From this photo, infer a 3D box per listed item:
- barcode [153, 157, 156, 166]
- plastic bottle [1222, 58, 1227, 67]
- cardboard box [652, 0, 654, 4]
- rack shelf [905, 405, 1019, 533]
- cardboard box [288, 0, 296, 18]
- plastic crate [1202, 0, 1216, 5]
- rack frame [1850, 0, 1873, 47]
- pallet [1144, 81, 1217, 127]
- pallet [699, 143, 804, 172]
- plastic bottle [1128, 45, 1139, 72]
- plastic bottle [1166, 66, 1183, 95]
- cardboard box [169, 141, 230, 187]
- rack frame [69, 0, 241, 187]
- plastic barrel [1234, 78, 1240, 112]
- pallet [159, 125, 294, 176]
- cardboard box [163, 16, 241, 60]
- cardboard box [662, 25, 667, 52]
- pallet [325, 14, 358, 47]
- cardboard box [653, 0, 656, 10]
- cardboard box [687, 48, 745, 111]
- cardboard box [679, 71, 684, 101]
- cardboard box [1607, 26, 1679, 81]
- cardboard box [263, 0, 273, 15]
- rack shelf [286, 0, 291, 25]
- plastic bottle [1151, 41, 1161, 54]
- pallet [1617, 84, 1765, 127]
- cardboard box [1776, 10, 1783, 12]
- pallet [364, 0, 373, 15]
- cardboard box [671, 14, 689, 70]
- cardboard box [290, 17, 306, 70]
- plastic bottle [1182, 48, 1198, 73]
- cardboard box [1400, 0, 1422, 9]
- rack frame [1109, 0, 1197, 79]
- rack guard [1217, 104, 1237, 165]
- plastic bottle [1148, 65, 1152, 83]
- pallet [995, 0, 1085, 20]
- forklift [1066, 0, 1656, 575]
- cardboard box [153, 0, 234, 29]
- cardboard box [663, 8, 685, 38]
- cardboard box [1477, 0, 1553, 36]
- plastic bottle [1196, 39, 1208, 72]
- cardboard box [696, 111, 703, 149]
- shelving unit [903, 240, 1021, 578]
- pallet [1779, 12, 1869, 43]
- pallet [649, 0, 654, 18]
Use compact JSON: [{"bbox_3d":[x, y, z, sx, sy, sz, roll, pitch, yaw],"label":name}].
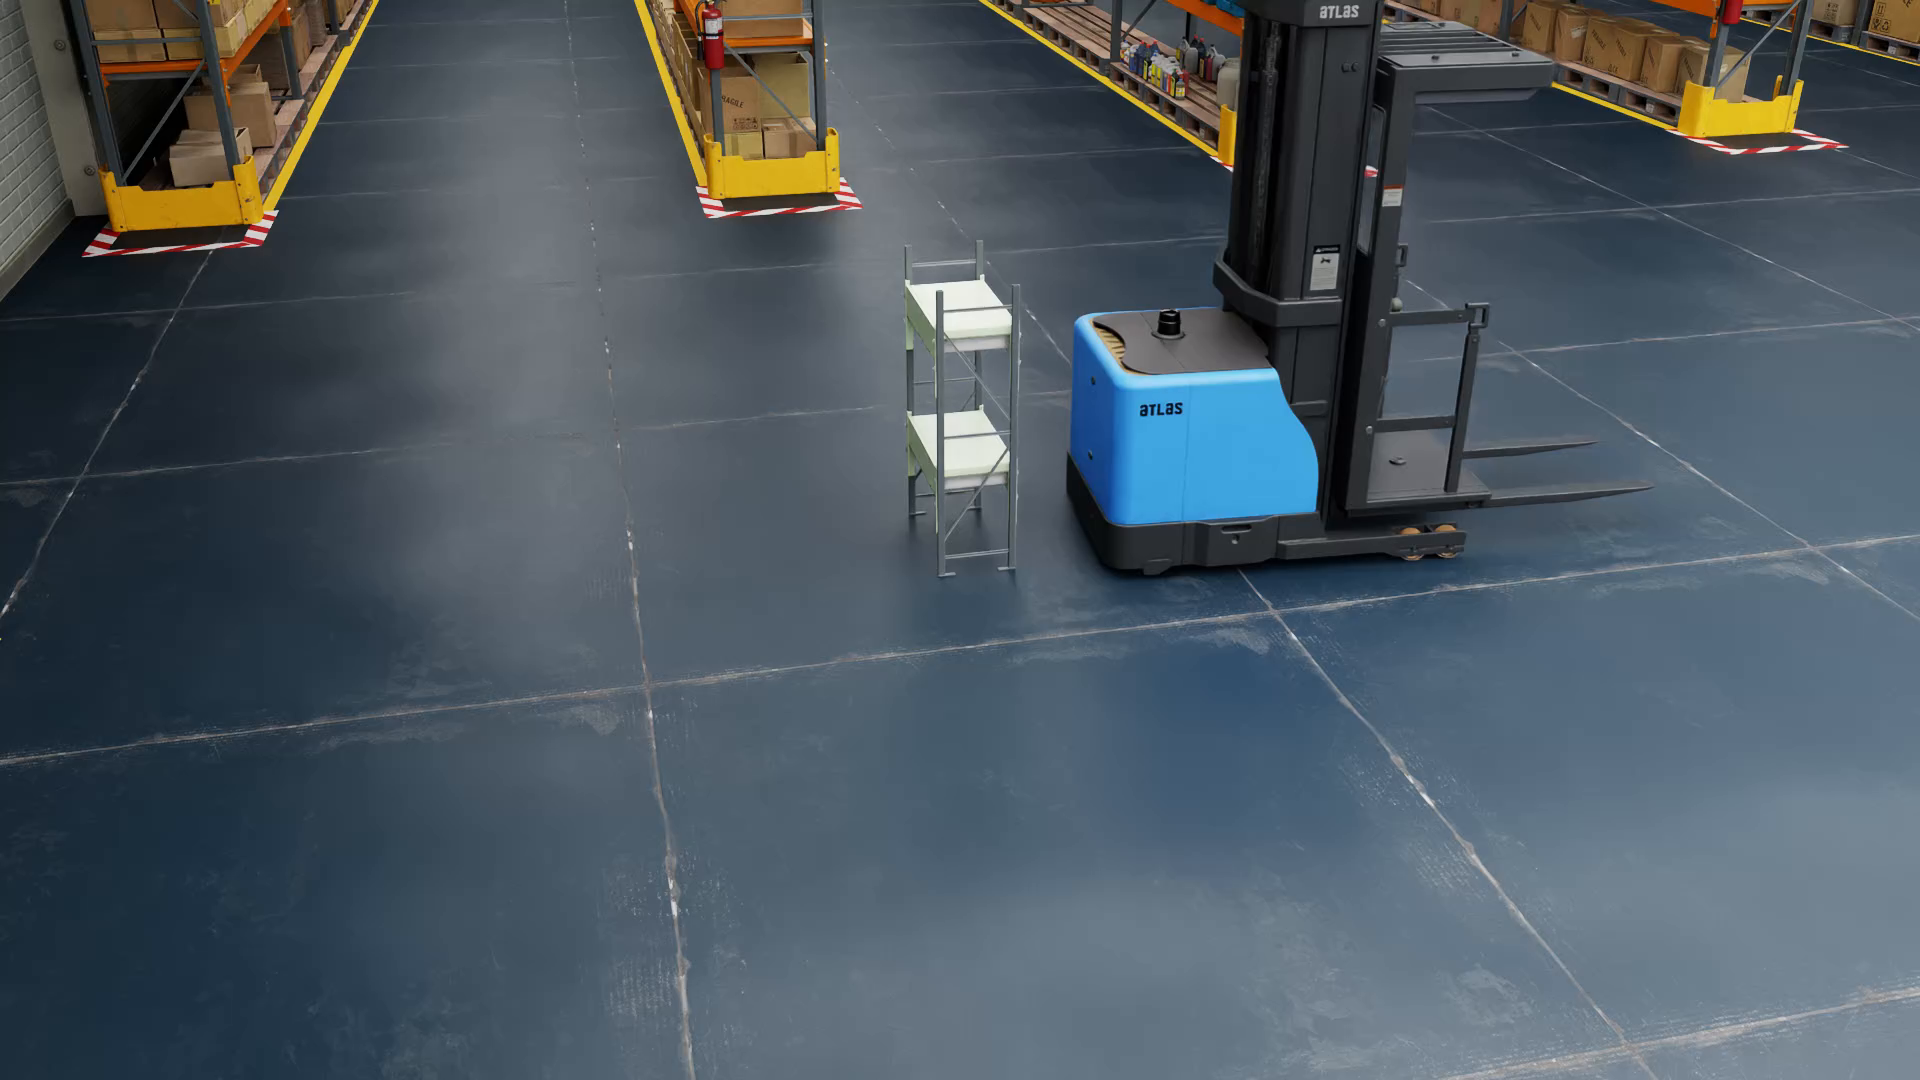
[{"bbox_3d":[-6.971,-3.276,14.397,0.001,0.075,0.075,-6,27,-12],"label":"barcode"},{"bbox_3d":[2.893,-5.091,18.047,0.097,0.271,0.097,0,27,0],"label":"plastic bottle"},{"bbox_3d":[-3.926,-7.480,22.526,0.500,0.500,0.500,-5,27,-10],"label":"cardboard box"},{"bbox_3d":[0.002,-0.376,8.553,0.431,0.370,0.720,-6,27,-12],"label":"rack shelf"},{"bbox_3d":[-7.911,-6.130,19.020,0.500,0.250,0.500,-6,27,-12],"label":"cardboard box"},{"bbox_3d":[2.598,-5.410,16.305,0.499,0.251,0.408,-6,27,-12],"label":"plastic crate"},{"bbox_3d":[11.922,-7.720,20.716,1.000,3.000,0.127,-6,27,-12],"label":"rack frame"},{"bbox_3d":[2.631,-4.677,17.782,1.003,0.211,1.213,-6,27,-12],"label":"pallet"},{"bbox_3d":[-1.897,-3.587,15.622,1.003,0.211,1.213,-6,27,-12],"label":"pallet"},{"bbox_3d":[1.986,-5.415,18.683,0.152,0.276,0.135,-5,27,-10],"label":"plastic bottle"},{"bbox_3d":[2.272,-4.857,17.579,0.152,0.276,0.135,-6,27,-11],"label":"plastic bottle"},{"bbox_3d":[-6.577,-3.305,14.464,0.500,0.311,0.500,-9,28,-17],"label":"cardboard box"},{"bbox_3d":[-6.509,-3.996,13.337,1.000,3.000,0.127,-6,27,-12],"label":"rack frame"},{"bbox_3d":[2.920,-4.360,16.354,0.421,0.512,0.421,0,27,0],"label":"plastic barrel"},{"bbox_3d":[-6.946,-3.679,15.805,1.003,0.211,1.213,-6,27,-12],"label":"pallet"},{"bbox_3d":[-6.310,-4.184,13.855,0.500,0.250,0.500,-7,28,-13],"label":"cardboard box"},{"bbox_3d":[-3.302,-6.039,19.972,0.500,0.250,0.500,-5,27,-11],"label":"cardboard box"},{"bbox_3d":[-8.416,-6.617,21.625,1.003,0.211,1.213,-6,27,-12],"label":"pallet"},{"bbox_3d":[-3.655,-6.963,21.179,0.500,0.311,0.500,-5,27,-10],"label":"cardboard box"},{"bbox_3d":[-2.334,-4.438,15.967,0.500,0.500,0.500,-6,27,-12],"label":"cardboard box"},{"bbox_3d":[-2.668,-4.762,17.441,0.500,0.250,0.500,-6,27,-12],"label":"cardboard box"},{"bbox_3d":[7.554,-5.388,18.404,0.500,0.500,0.500,-3,27,-7],"label":"cardboard box"},{"bbox_3d":[-6.776,-5.078,15.625,0.500,0.250,0.500,-6,27,-12],"label":"cardboard box"},{"bbox_3d":[-7.861,-6.309,18.718,1.077,0.370,4.000,-6,27,-12],"label":"rack shelf"},{"bbox_3d":[2.160,-5.390,18.551,0.144,0.351,0.185,-6,27,-12],"label":"plastic bottle"},{"bbox_3d":[7.803,-4.653,17.735,1.003,0.211,1.213,-6,27,-12],"label":"pallet"},{"bbox_3d":[11.481,-7.590,22.490,1.050,0.750,0.750,-6,27,-12],"label":"cardboard box"},{"bbox_3d":[-8.966,-7.688,23.747,1.003,0.211,1.213,-6,27,-12],"label":"pallet"},{"bbox_3d":[-2.786,-5.316,17.706,0.500,0.500,0.500,-6,27,-12],"label":"cardboard box"},{"bbox_3d":[-7.834,-5.603,18.809,0.700,0.500,0.500,-6,27,-11],"label":"cardboard box"},{"bbox_3d":[2.572,-5.374,18.604,0.152,0.276,0.135,-6,27,-12],"label":"plastic bottle"},{"bbox_3d":[6.474,-7.563,22.691,0.700,0.500,0.500,-8,28,-16],"label":"cardboard box"},{"bbox_3d":[2.242,-6.758,18.810,1.000,3.000,0.127,-6,27,-12],"label":"rack frame"},{"bbox_3d":[3.080,-3.914,15.950,1.175,0.500,0.348,-6,27,-12],"label":"rack guard"},{"bbox_3d":[2.103,-5.099,18.140,0.097,0.201,0.097,0,27,0],"label":"plastic bottle"},{"bbox_3d":[1.122,-7.611,23.594,1.003,0.211,1.213,-6,27,-12],"label":"pallet"},{"bbox_3d":[2.147,-1.432,8.335,3.031,2.935,1.130,-4,27,-8],"label":"forklift"},{"bbox_3d":[-6.324,-4.513,13.673,0.500,0.500,0.500,-6,27,-12],"label":"cardboard box"},{"bbox_3d":[-3.189,-6.062,19.395,0.500,0.311,0.500,-6,27,-12],"label":"cardboard box"},{"bbox_3d":[6.950,-6.613,20.809,0.700,0.500,0.500,-8,28,-16],"label":"cardboard box"},{"bbox_3d":[2.711,-5.434,18.638,0.144,0.351,0.185,-7,28,-14],"label":"plastic bottle"},{"bbox_3d":[-2.217,-3.884,15.702,0.500,0.250,0.500,-6,27,-12],"label":"cardboard box"},{"bbox_3d":[0.002,-0.667,8.406,0.431,1.500,0.755,-6,27,-12],"label":"shelving unit"},{"bbox_3d":[11.675,-6.806,22.000,1.003,0.211,1.213,-6,27,-12],"label":"pallet"},{"bbox_3d":[-3.889,-7.634,23.640,1.003,0.211,1.213,-6,27,-12],"label":"pallet"}]
